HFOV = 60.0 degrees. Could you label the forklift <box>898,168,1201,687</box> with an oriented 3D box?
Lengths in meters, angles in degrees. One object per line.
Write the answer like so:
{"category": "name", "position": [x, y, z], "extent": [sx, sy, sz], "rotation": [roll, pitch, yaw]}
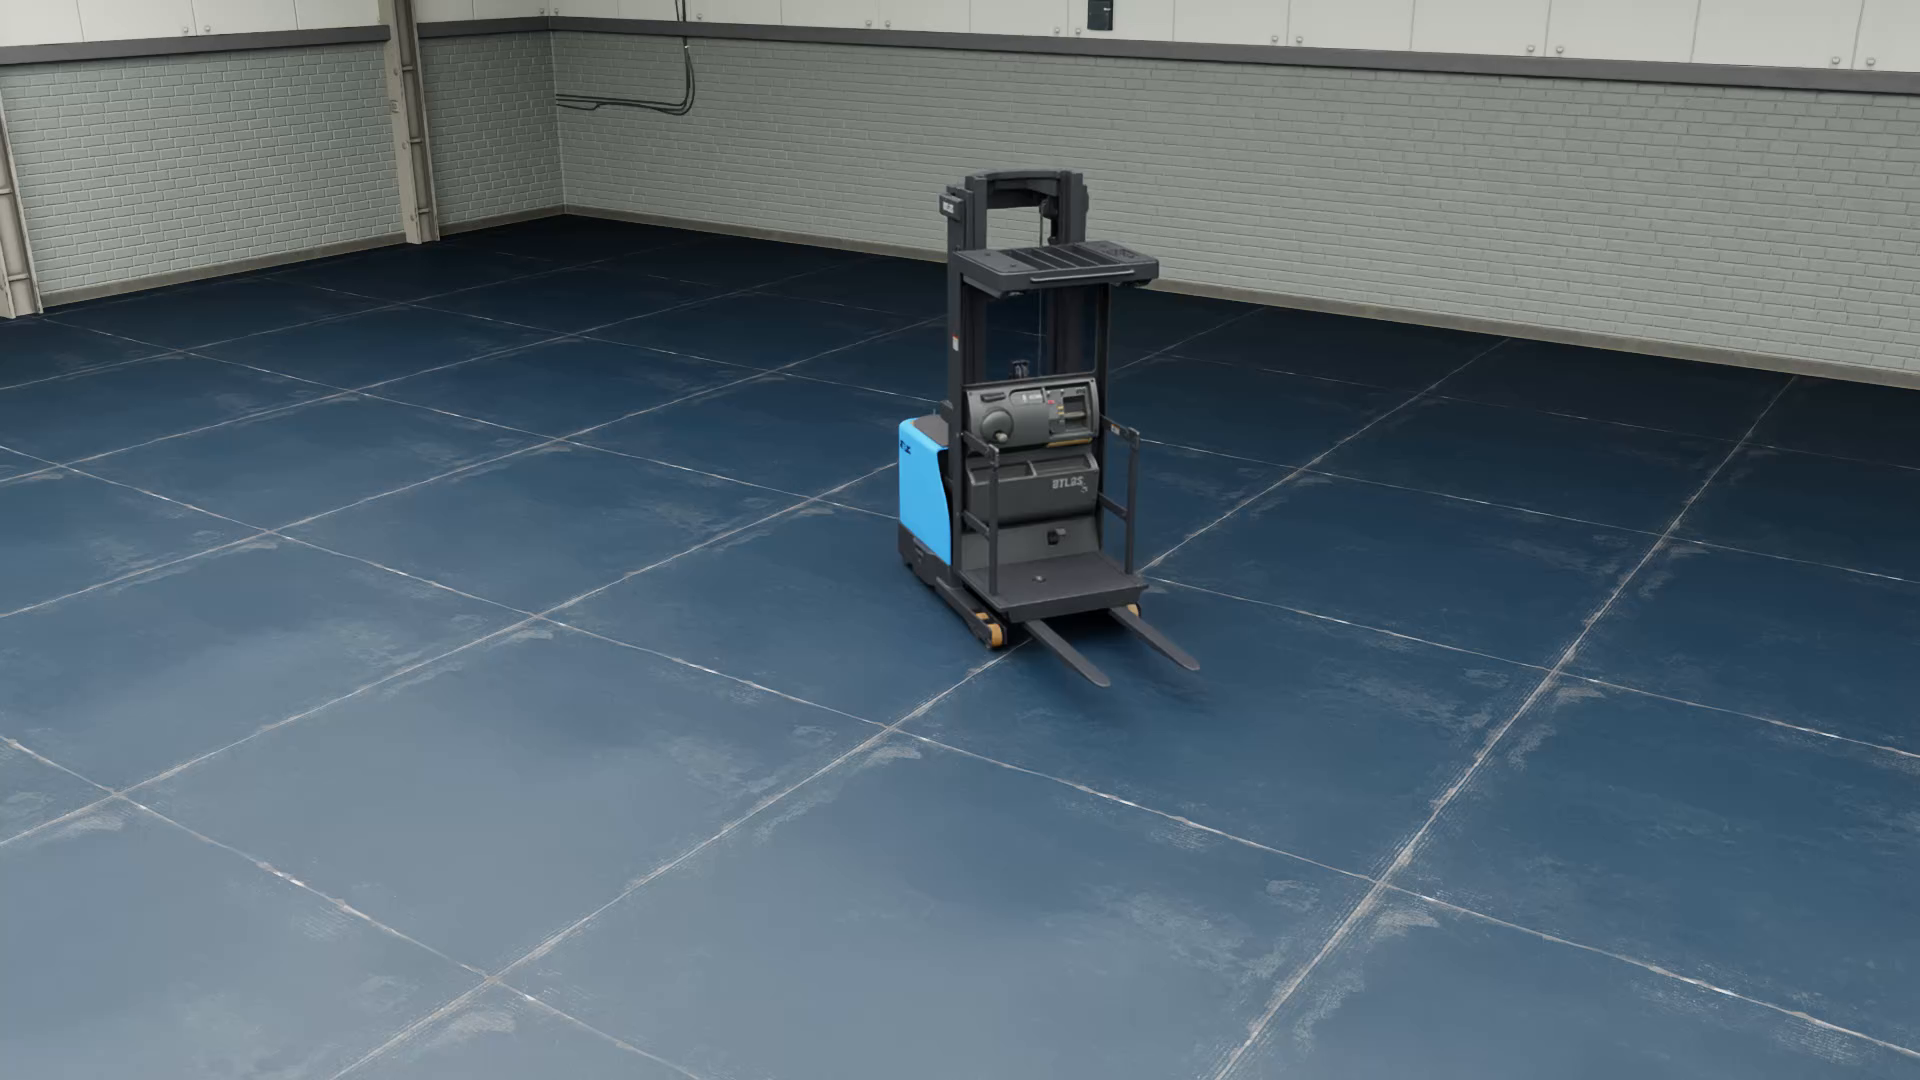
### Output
{"category": "forklift", "position": [0.569, -0.832, 10.789], "extent": [1.130, 2.935, 3.031], "rotation": [-8, 22, -21]}

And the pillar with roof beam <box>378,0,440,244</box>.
{"category": "pillar with roof beam", "position": [-4.461, -7.845, 21.003], "extent": [9.100, 9.000, 0.400], "rotation": [13, 24, 32]}

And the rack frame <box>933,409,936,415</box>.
{"category": "rack frame", "position": [-0.117, -0.460, 12.495], "extent": [0.200, 1.050, 0.008], "rotation": [15, 25, 35]}

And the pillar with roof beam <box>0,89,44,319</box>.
{"category": "pillar with roof beam", "position": [-7.834, -6.124, 16.349], "extent": [9.100, 9.000, 0.400], "rotation": [13, 24, 32]}

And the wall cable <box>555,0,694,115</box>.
{"category": "wall cable", "position": [-5.272, -7.816, 25.399], "extent": [3.097, 2.526, 0.112], "rotation": [13, 24, 32]}

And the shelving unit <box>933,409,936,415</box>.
{"category": "shelving unit", "position": [-0.043, -0.494, 12.586], "extent": [0.215, 1.050, 0.252], "rotation": [15, 25, 35]}

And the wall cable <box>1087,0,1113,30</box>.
{"category": "wall cable", "position": [2.571, -9.011, 19.253], "extent": [2.305, 6.003, 0.169], "rotation": [13, 24, 32]}
